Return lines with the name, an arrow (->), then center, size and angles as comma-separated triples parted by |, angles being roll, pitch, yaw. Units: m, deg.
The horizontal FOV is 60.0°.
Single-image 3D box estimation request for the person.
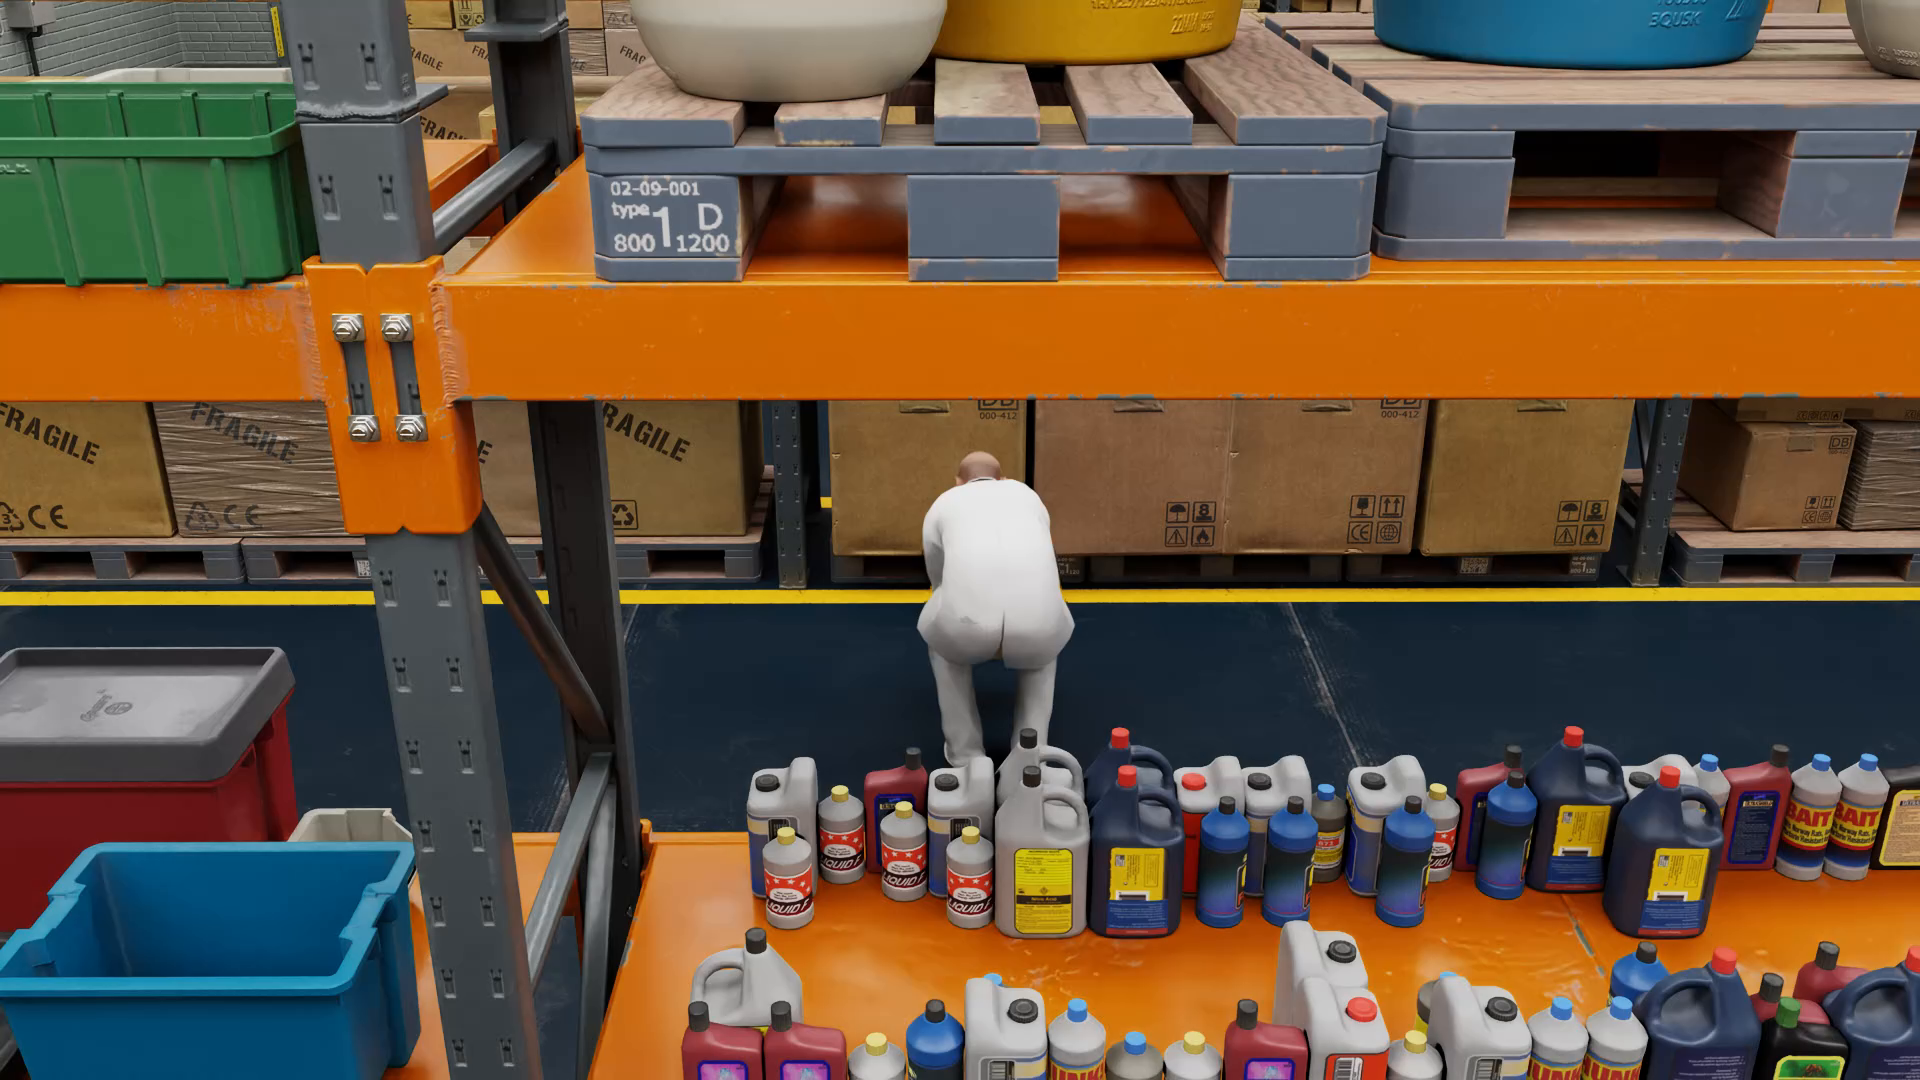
person -> 0.124, 0.323, 6.255 | 0.581, 1.073, 0.941 | -1, 24, -3
